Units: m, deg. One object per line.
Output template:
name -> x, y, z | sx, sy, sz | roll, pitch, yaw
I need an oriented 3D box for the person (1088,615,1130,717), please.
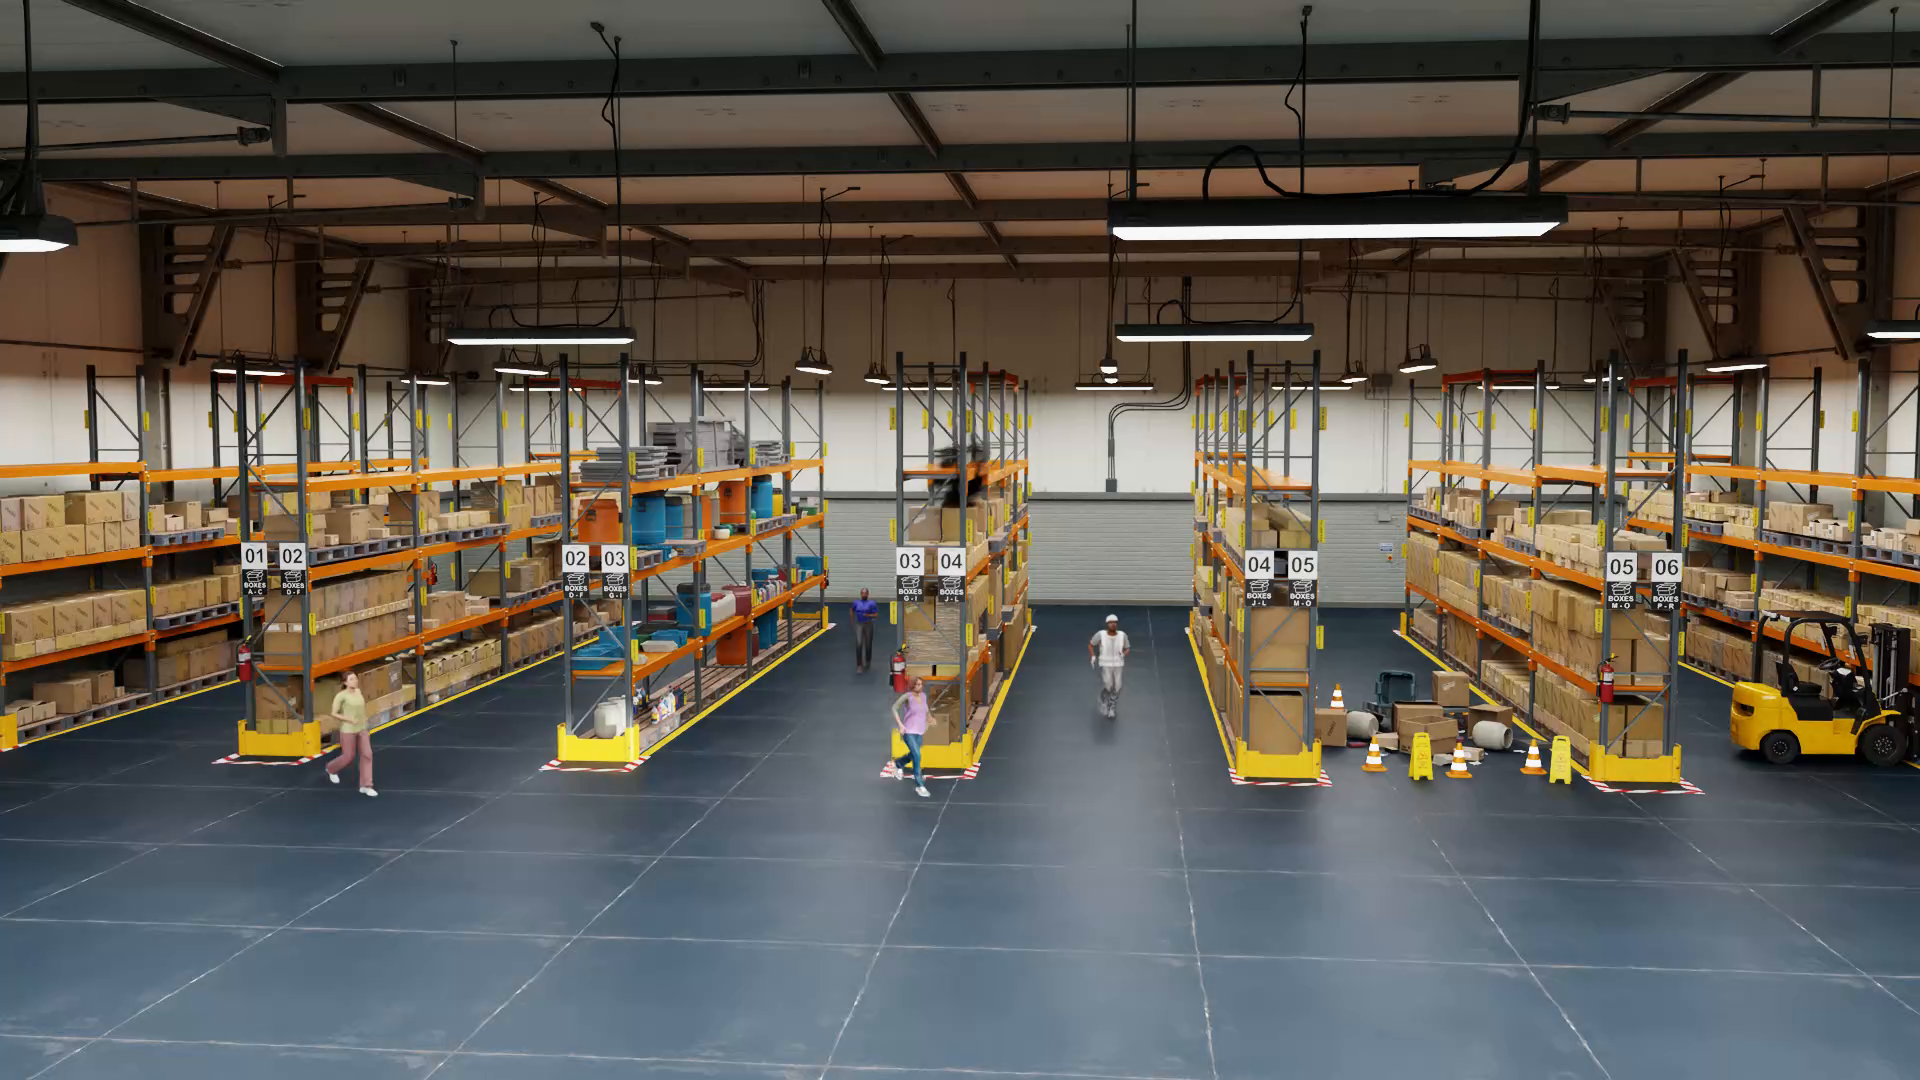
person -> 2.547, 2.129, 27.945 | 0.667, 1.741, 0.638 | -1, 4, -10

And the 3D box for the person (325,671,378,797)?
person -> -8.193, 2.588, 22.387 | 0.937, 1.669, 0.589 | 2, 5, 31

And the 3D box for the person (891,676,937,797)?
person -> -0.679, 2.616, 22.521 | 0.514, 1.595, 0.857 | -3, 5, -41

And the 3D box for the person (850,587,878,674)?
person -> -1.925, 1.805, 33.359 | 0.549, 1.717, 0.781 | 0, 4, -4
